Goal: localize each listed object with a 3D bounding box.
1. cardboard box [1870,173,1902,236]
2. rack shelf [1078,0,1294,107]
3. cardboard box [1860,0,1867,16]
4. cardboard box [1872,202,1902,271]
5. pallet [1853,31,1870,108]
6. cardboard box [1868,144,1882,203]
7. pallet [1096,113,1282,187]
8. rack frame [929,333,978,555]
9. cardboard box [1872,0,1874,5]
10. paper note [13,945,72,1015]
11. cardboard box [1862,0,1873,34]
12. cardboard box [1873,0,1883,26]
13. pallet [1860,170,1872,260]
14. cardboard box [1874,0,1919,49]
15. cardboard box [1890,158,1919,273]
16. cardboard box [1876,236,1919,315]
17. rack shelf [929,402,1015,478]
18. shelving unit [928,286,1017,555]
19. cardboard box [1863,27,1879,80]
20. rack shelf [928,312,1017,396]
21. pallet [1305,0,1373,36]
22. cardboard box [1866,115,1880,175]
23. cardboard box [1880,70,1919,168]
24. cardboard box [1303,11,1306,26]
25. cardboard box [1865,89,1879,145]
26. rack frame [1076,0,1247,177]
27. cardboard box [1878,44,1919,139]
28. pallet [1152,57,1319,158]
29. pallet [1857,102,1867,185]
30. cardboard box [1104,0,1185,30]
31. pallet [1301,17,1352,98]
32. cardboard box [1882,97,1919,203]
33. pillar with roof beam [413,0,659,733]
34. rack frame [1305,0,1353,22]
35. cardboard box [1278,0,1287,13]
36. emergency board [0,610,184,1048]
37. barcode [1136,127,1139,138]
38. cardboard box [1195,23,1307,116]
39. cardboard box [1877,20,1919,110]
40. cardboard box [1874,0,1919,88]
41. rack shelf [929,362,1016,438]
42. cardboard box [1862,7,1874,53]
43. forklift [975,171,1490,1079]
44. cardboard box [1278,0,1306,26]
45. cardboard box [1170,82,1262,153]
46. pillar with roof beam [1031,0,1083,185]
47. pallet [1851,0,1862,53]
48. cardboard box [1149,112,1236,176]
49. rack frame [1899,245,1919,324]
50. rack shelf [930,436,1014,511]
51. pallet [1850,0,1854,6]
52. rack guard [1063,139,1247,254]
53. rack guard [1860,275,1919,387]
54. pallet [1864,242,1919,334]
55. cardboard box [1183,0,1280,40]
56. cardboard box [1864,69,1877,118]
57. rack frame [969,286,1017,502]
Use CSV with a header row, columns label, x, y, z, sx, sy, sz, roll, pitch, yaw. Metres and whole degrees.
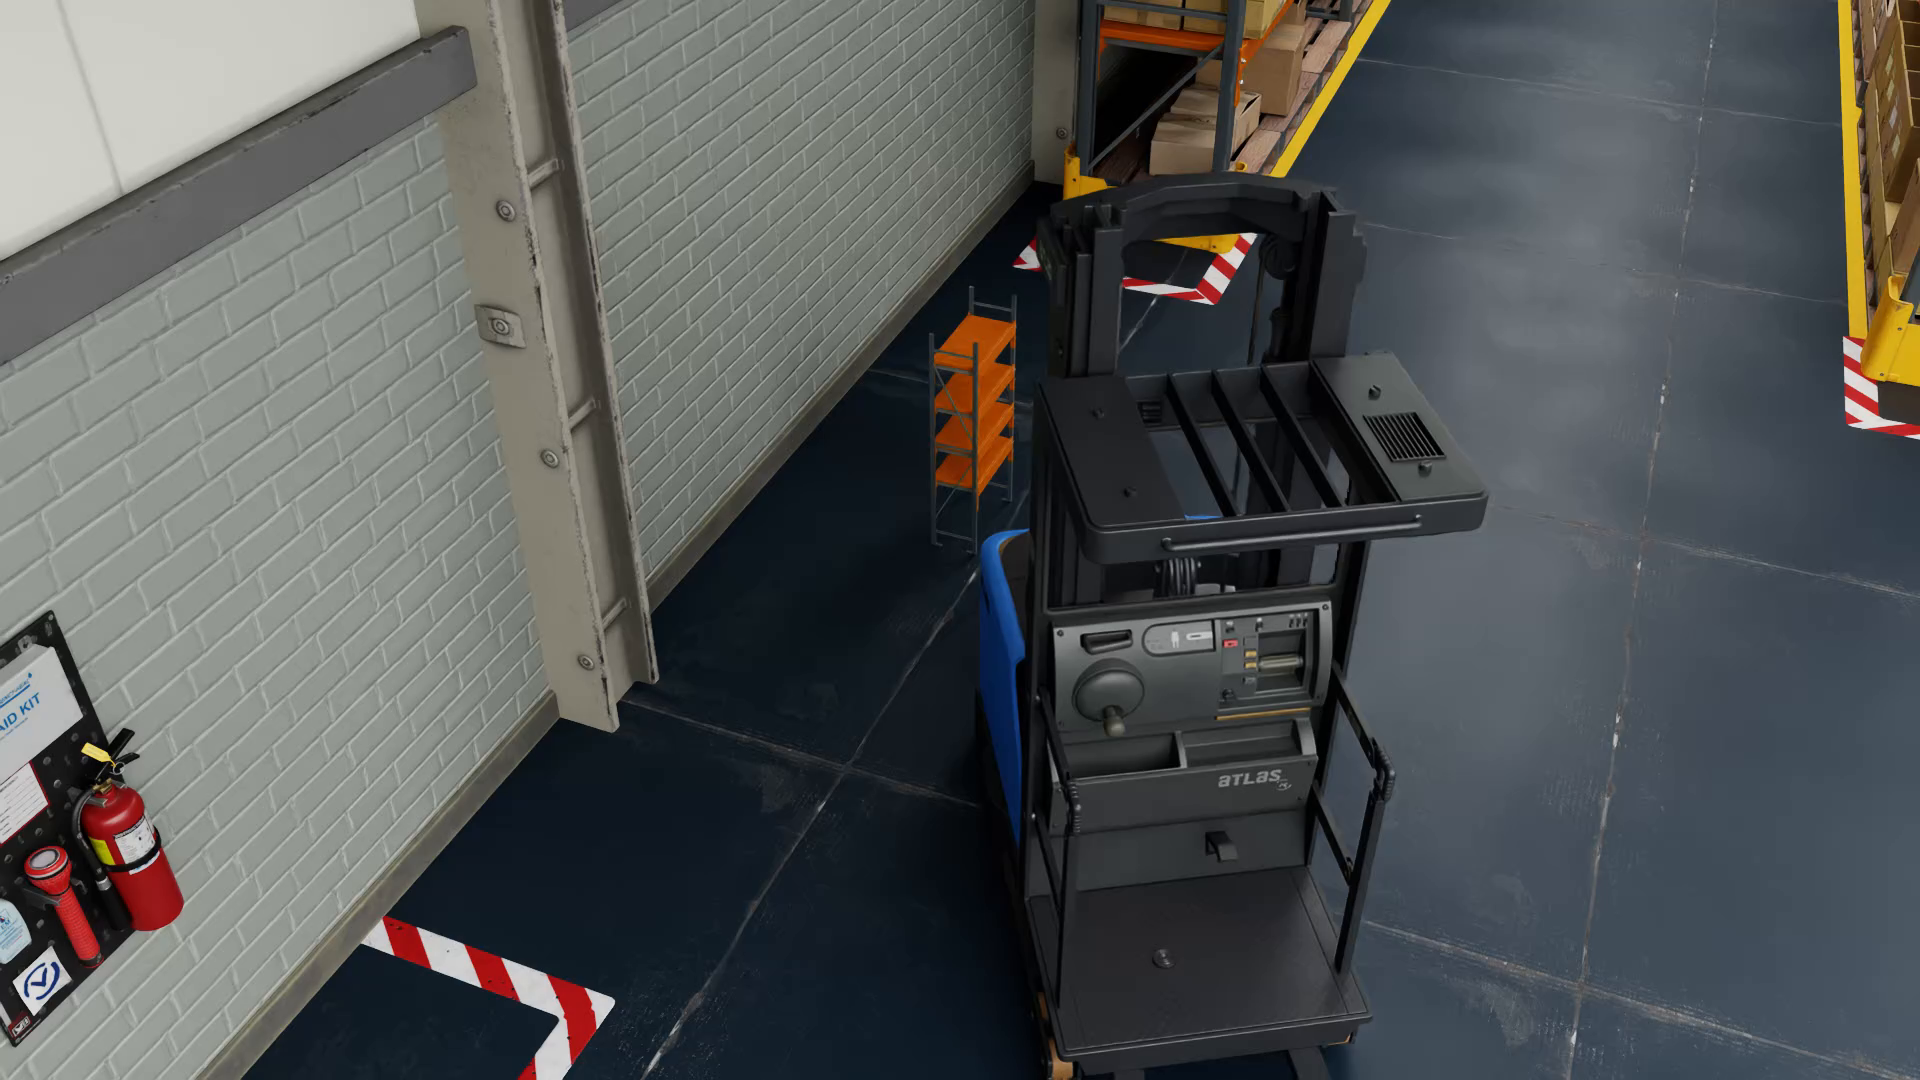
label,x,y,z,sx,sy,sz,roll,pitch,yaw
cardboard box,6.124,-2.106,10.610,0.500,0.250,0.500,14,39,18
rack shelf,2.004,-4.064,11.884,1.077,0.370,4.000,14,39,18
cardboard box,7.820,-4.540,13.866,0.500,0.250,0.500,15,39,19
cardboard box,5.935,-1.829,10.239,0.500,0.250,0.500,14,39,18
pallet,7.591,-3.633,13.035,1.003,0.211,1.213,14,39,18
cardboard box,6.316,-2.383,10.980,0.500,0.250,0.500,14,39,18
pallet,1.613,-2.612,11.669,1.003,0.211,1.213,14,39,18
rack frame,-0.030,-0.437,7.934,0.240,1.200,0.015,14,39,18
cardboard box,7.620,-4.479,13.316,0.500,0.311,0.500,14,39,18
paper note,-2.681,1.287,4.859,0.016,0.148,0.142,14,39,18
cardboard box,7.625,-4.258,13.489,0.500,0.250,0.500,15,39,19
cardboard box,7.428,-4.203,12.947,0.500,0.311,0.500,15,39,19
pallet,6.543,-2.107,10.995,1.003,0.211,1.213,14,39,18
cardboard box,7.236,-3.914,12.560,0.500,0.311,0.500,14,39,18
cardboard box,5.754,-1.850,9.641,0.500,0.500,0.500,14,39,18
cardboard box,5.756,-1.549,9.865,0.500,0.250,0.500,14,39,18
rack shelf,0.063,-0.518,8.155,0.258,0.148,0.480,14,39,18
shelving unit,0.063,-0.572,8.115,0.258,1.200,0.503,14,39,18
cardboard box,7.237,-3.695,12.736,0.500,0.250,0.500,13,39,17
rack shelf,0.063,-0.887,7.880,0.258,0.148,0.480,14,39,18
pallet,3.060,-4.774,14.562,1.003,0.211,1.213,14,39,18
cardboard box,6.500,-2.661,11.352,0.500,0.250,0.500,14,39,18
cardboard box,6.312,-2.684,10.756,0.500,0.500,0.500,14,39,18
cardboard box,2.589,-4.198,13.461,0.380,0.166,0.250,9,38,12
cardboard box,6.695,-2.936,11.721,0.500,0.250,0.500,14,39,18
rack frame,1.243,-3.245,10.187,1.000,3.000,0.127,14,39,18
cardboard box,6.501,-2.961,11.127,0.500,0.500,0.500,14,39,18
pallet,2.079,-3.285,12.570,1.003,0.211,1.213,14,39,18
pallet,7.006,-2.785,11.901,1.003,0.211,1.213,14,39,18
cardboard box,1.241,-3.496,10.631,0.500,0.250,0.500,14,39,18
pallet,2.542,-3.962,13.476,1.003,0.211,1.213,14,39,18
cardboard box,6.121,-2.407,10.386,0.500,0.500,0.500,14,39,18
pillar with roof beam,2.407,-1.930,3.417,9.100,9.000,0.400,14,39,18
rack frame,2.765,-5.459,13.150,1.000,3.000,0.127,14,39,18
cardboard box,1.906,-3.681,10.880,0.500,0.250,0.500,13,39,16
emergency board,-2.549,0.852,4.706,0.194,1.169,0.643,14,39,18
barcode,1.226,-2.811,11.478,0.001,0.075,0.075,14,39,18
cardboard box,2.131,-3.493,12.239,0.700,0.500,0.500,11,38,15
cardboard box,6.698,-3.236,11.495,0.500,0.500,0.500,14,39,18
cardboard box,6.881,-3.515,11.868,0.500,0.500,0.500,14,39,18
rack shelf,0.063,-0.698,8.021,0.258,0.148,0.480,14,39,18
cardboard box,7.431,-3.975,13.110,0.500,0.250,0.500,13,39,17
forklift,0.795,0.484,5.256,1.130,2.935,3.031,-5,37,-7
cardboard box,2.407,-4.050,12.986,0.500,0.500,0.500,11,38,14
cardboard box,1.806,-3.022,11.768,0.500,0.311,0.500,17,40,21
pillar with roof beam,4.690,-5.251,7.861,9.100,9.000,0.400,14,39,18
pallet,8.054,-4.311,13.942,1.003,0.211,1.213,14,39,18
cardboard box,1.589,-2.706,11.345,0.500,0.311,0.500,10,38,13
rack frame,5.825,-2.118,8.680,1.000,3.000,0.127,14,39,18
rack shelf,0.063,-0.359,8.274,0.258,0.148,0.480,14,39,18
pallet,8.520,-4.984,14.843,1.003,0.211,1.213,14,39,18
rack guard,1.272,-2.285,10.992,1.175,0.500,0.348,14,39,18
rack guard,5.816,-1.104,9.411,1.175,0.500,0.348,14,39,18
pallet,6.077,-1.434,10.094,1.003,0.211,1.213,14,39,18
cardboard box,1.722,-3.390,10.491,0.500,0.250,0.500,13,39,16
cardboard box,6.890,-3.212,12.089,0.500,0.250,0.500,14,39,18
rack frame,0.156,-0.707,8.296,0.240,1.200,0.015,14,39,18
